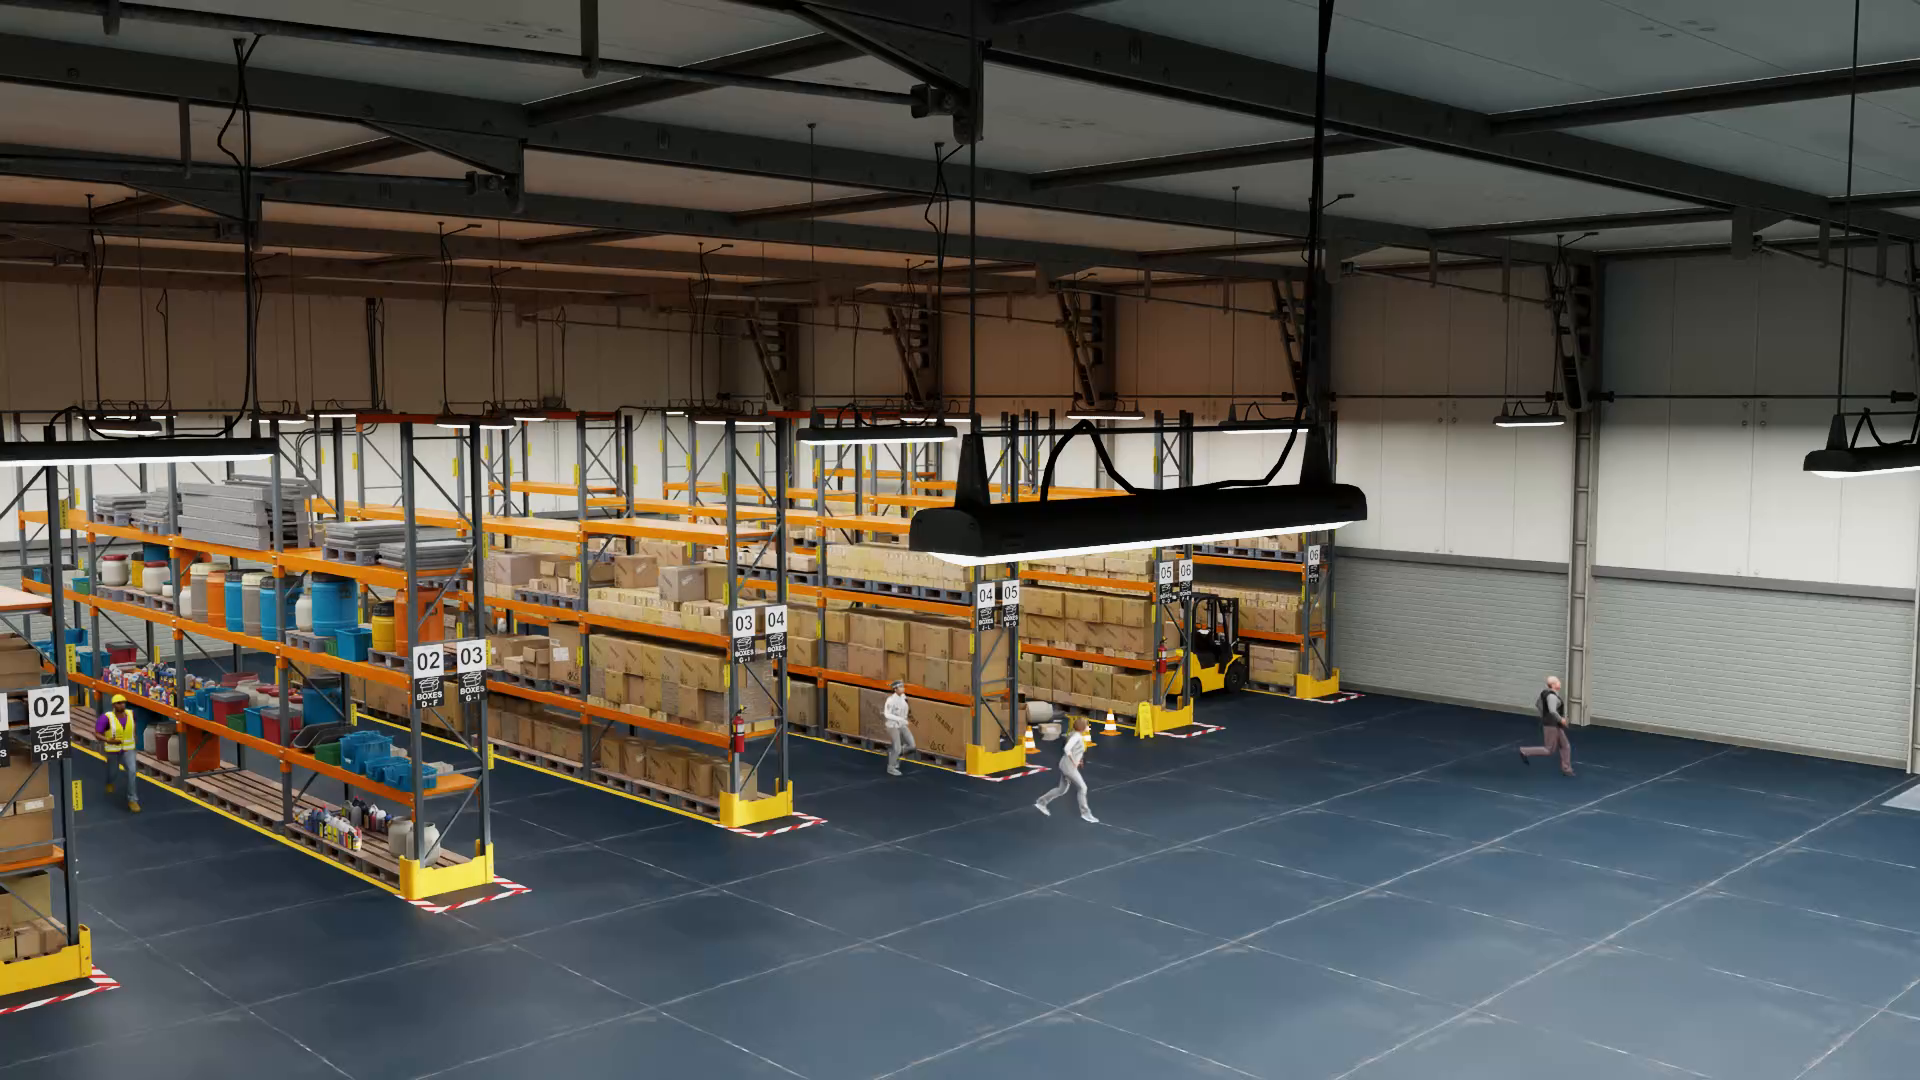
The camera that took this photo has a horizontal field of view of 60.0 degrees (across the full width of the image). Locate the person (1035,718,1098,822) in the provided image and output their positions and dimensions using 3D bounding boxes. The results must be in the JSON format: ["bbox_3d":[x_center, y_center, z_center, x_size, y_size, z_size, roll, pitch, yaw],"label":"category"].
[{"bbox_3d":[1.591,3.409,24.621,0.931,1.569,0.556,0,5,1],"label":"person"}]

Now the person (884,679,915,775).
[{"bbox_3d":[-1.007,3.114,27.690,0.561,1.632,0.608,4,6,37],"label":"person"}]

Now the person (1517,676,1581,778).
[{"bbox_3d":[9.792,3.113,27.602,1.022,1.712,0.640,1,5,15],"label":"person"}]

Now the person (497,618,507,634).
[{"bbox_3d":[-11.200,1.941,40.869,0.912,1.677,0.891,-1,5,-6],"label":"person"}]

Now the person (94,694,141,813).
[{"bbox_3d":[-12.938,3.242,25.547,0.663,1.771,1.146,-4,6,-40],"label":"person"}]
